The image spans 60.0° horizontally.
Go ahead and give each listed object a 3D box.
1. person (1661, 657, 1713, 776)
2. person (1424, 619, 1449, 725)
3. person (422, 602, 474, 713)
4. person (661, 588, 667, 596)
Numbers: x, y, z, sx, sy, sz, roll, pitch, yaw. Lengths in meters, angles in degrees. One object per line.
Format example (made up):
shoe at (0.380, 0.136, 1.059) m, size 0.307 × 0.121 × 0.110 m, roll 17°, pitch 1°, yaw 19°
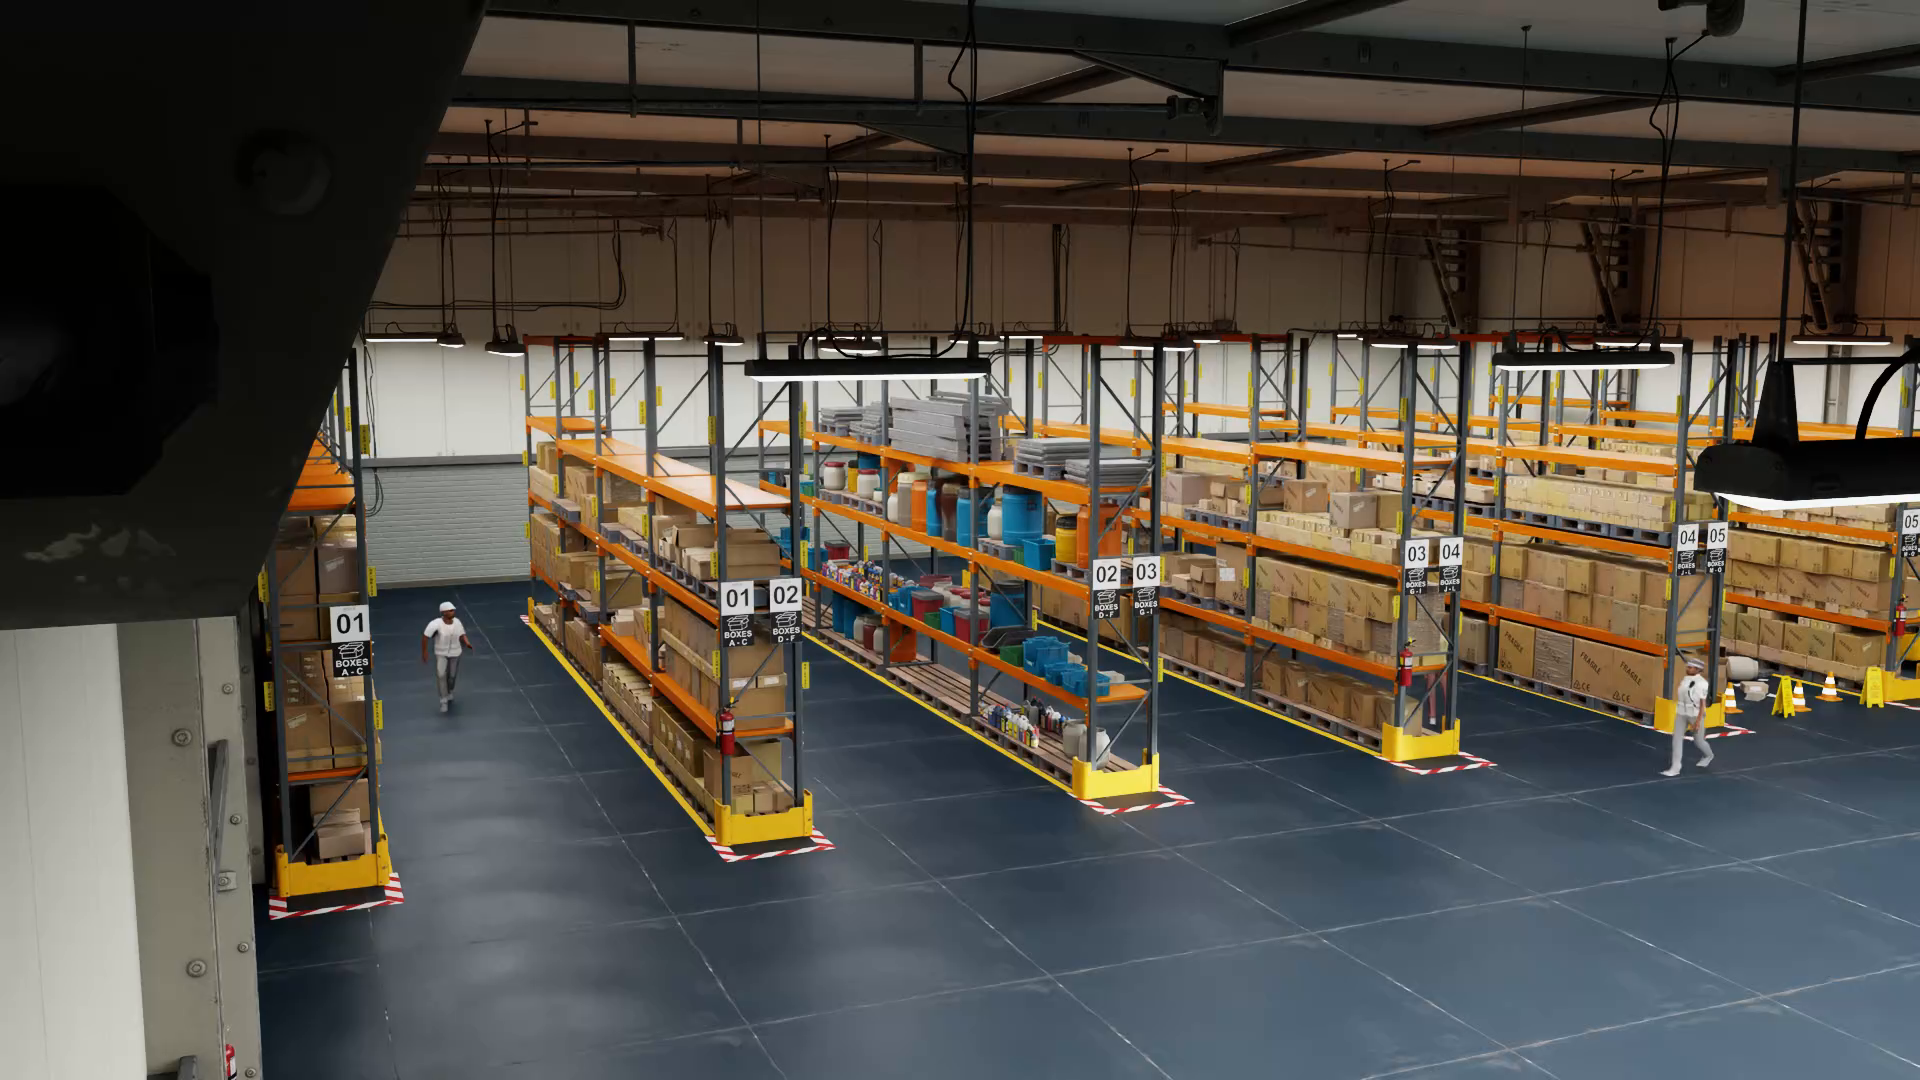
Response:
person at (10.181, 2.438, 23.148) m, size 0.900 × 1.656 × 0.431 m, roll -7°, pitch 11°, yaw -44°
person at (7.497, 2.053, 26.008) m, size 0.542 × 1.675 × 0.448 m, roll 3°, pitch 8°, yaw 23°
person at (-8.376, 1.877, 27.203) m, size 0.799 × 1.746 × 0.994 m, roll -3°, pitch 8°, yaw -20°
person at (-6.791, 0.480, 37.934) m, size 0.503 × 1.668 × 0.520 m, roll -2°, pitch 8°, yaw -13°
